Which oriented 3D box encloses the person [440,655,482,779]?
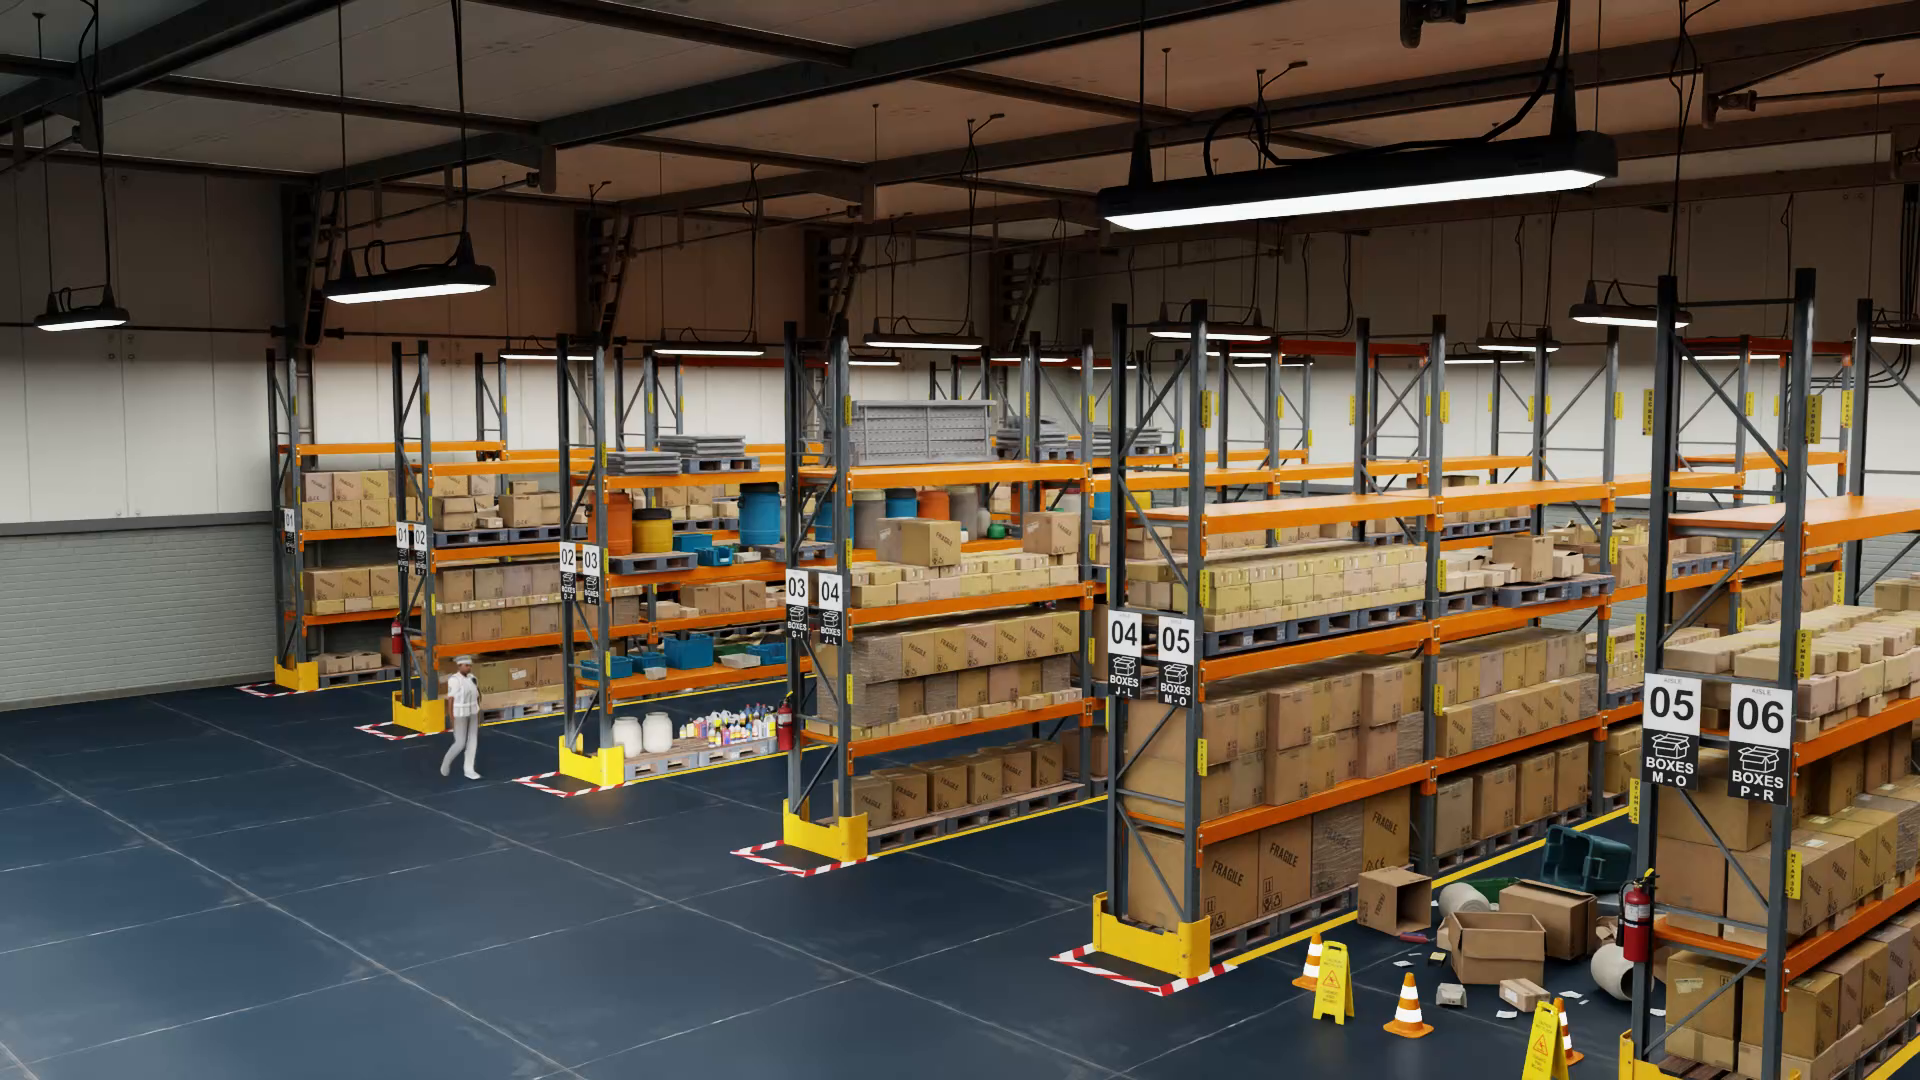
[{"bbox_3d":[-6.708,2.373,22.418,0.508,1.675,0.486,4,6,36],"label":"person"}]
